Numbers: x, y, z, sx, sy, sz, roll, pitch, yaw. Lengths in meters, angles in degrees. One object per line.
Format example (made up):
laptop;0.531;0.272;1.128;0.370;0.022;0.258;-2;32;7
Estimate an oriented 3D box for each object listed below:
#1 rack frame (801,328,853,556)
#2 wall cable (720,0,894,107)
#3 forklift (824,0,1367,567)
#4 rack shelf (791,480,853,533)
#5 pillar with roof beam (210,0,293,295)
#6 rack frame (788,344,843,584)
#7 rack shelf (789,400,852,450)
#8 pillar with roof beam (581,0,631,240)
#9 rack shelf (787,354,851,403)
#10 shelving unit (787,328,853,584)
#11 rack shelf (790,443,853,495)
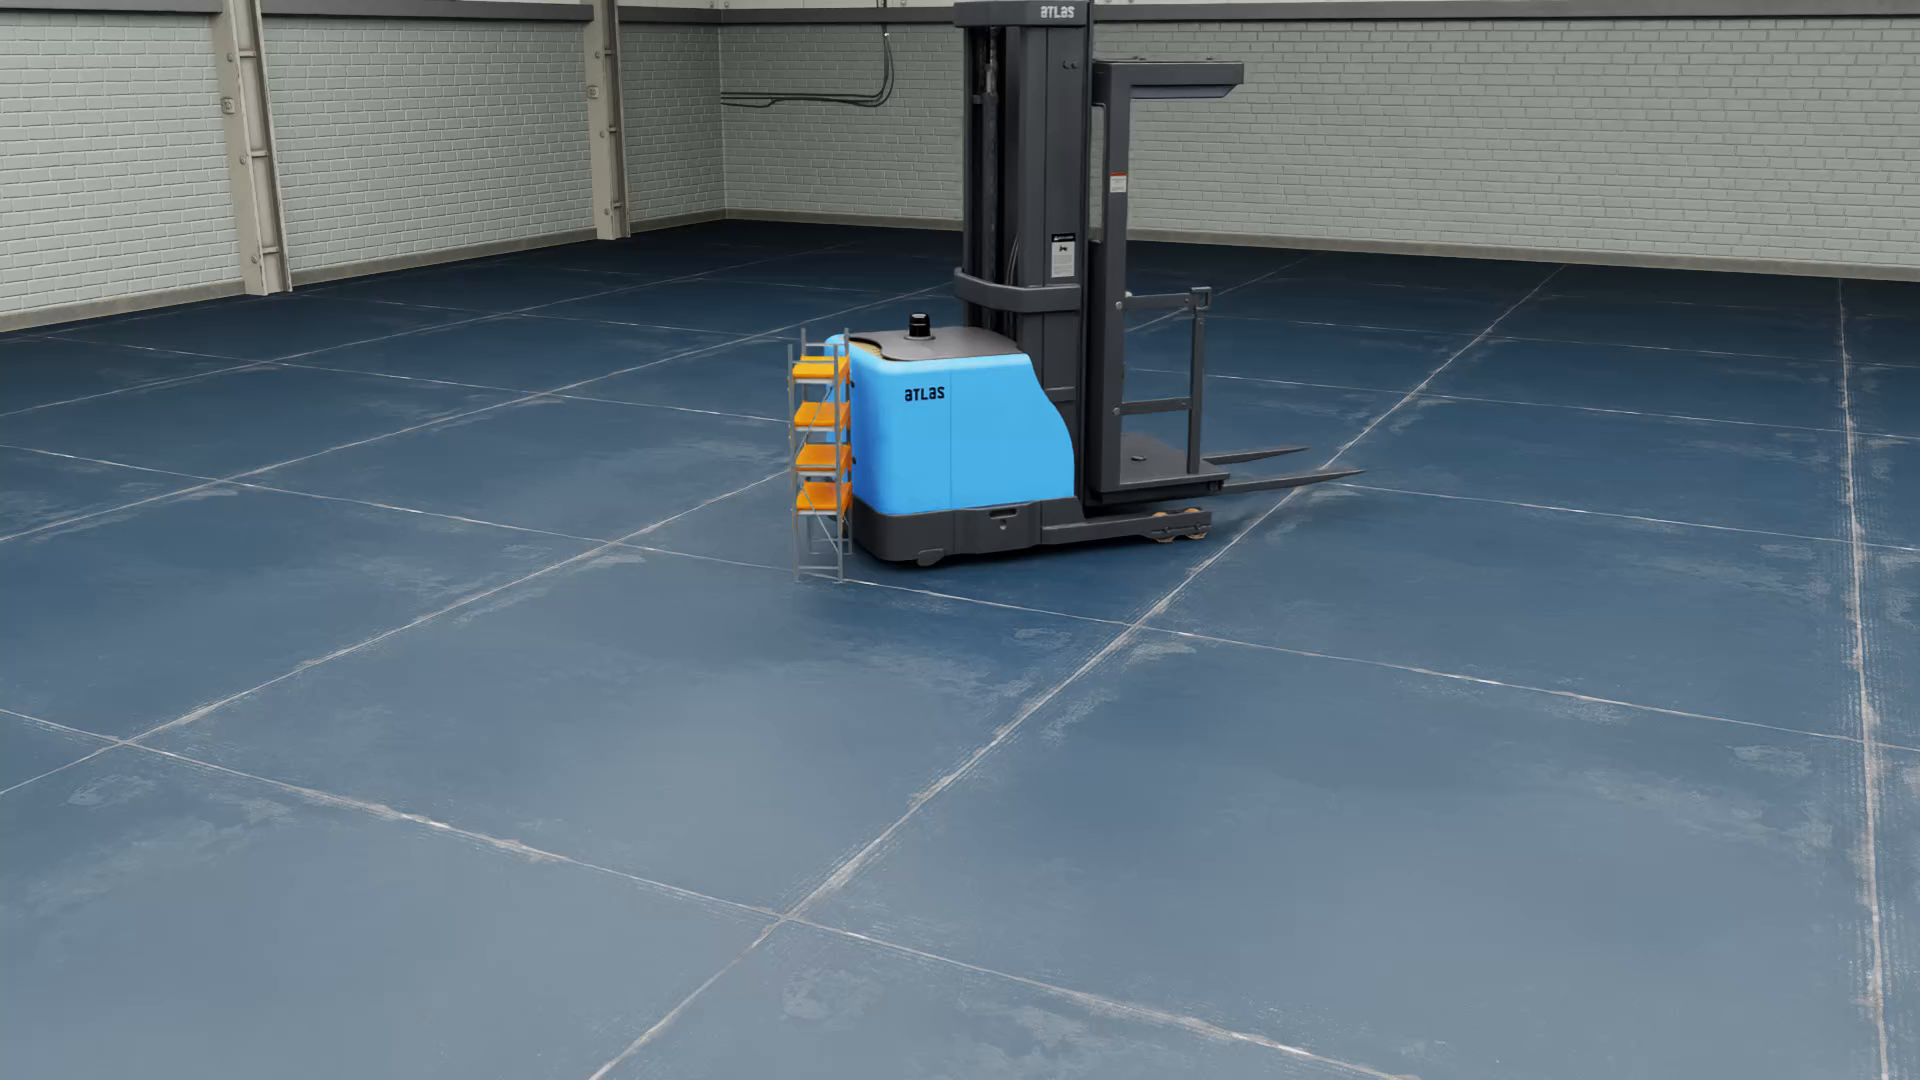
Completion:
rack frame;-0.684;-0.497;8.589;0.240;1.200;0.015;1;17;2
wall cable;-2.351;-7.634;24.377;3.097;2.526;0.112;8;18;25
forklift;0.823;-1.519;8.990;3.031;2.935;1.130;-7;18;-21
rack shelf;-0.694;-0.172;8.431;0.258;0.148;0.480;1;17;2
pillar with roof beam;-3.680;-6.465;14.985;9.100;9.000;0.400;8;18;25
rack frame;-0.704;-0.358;8.122;0.240;1.200;0.015;1;17;2
rack shelf;-0.694;-0.577;8.311;0.258;0.148;0.480;1;17;2
pillar with roof beam;-0.999;-7.993;20.131;9.100;9.000;0.400;8;18;25
rack shelf;-0.694;-0.804;8.244;0.258;0.148;0.480;1;17;2
shelving unit;-0.694;-0.427;8.356;0.258;1.200;0.503;1;17;2
rack shelf;-0.694;-0.363;8.375;0.258;0.148;0.480;1;17;2
